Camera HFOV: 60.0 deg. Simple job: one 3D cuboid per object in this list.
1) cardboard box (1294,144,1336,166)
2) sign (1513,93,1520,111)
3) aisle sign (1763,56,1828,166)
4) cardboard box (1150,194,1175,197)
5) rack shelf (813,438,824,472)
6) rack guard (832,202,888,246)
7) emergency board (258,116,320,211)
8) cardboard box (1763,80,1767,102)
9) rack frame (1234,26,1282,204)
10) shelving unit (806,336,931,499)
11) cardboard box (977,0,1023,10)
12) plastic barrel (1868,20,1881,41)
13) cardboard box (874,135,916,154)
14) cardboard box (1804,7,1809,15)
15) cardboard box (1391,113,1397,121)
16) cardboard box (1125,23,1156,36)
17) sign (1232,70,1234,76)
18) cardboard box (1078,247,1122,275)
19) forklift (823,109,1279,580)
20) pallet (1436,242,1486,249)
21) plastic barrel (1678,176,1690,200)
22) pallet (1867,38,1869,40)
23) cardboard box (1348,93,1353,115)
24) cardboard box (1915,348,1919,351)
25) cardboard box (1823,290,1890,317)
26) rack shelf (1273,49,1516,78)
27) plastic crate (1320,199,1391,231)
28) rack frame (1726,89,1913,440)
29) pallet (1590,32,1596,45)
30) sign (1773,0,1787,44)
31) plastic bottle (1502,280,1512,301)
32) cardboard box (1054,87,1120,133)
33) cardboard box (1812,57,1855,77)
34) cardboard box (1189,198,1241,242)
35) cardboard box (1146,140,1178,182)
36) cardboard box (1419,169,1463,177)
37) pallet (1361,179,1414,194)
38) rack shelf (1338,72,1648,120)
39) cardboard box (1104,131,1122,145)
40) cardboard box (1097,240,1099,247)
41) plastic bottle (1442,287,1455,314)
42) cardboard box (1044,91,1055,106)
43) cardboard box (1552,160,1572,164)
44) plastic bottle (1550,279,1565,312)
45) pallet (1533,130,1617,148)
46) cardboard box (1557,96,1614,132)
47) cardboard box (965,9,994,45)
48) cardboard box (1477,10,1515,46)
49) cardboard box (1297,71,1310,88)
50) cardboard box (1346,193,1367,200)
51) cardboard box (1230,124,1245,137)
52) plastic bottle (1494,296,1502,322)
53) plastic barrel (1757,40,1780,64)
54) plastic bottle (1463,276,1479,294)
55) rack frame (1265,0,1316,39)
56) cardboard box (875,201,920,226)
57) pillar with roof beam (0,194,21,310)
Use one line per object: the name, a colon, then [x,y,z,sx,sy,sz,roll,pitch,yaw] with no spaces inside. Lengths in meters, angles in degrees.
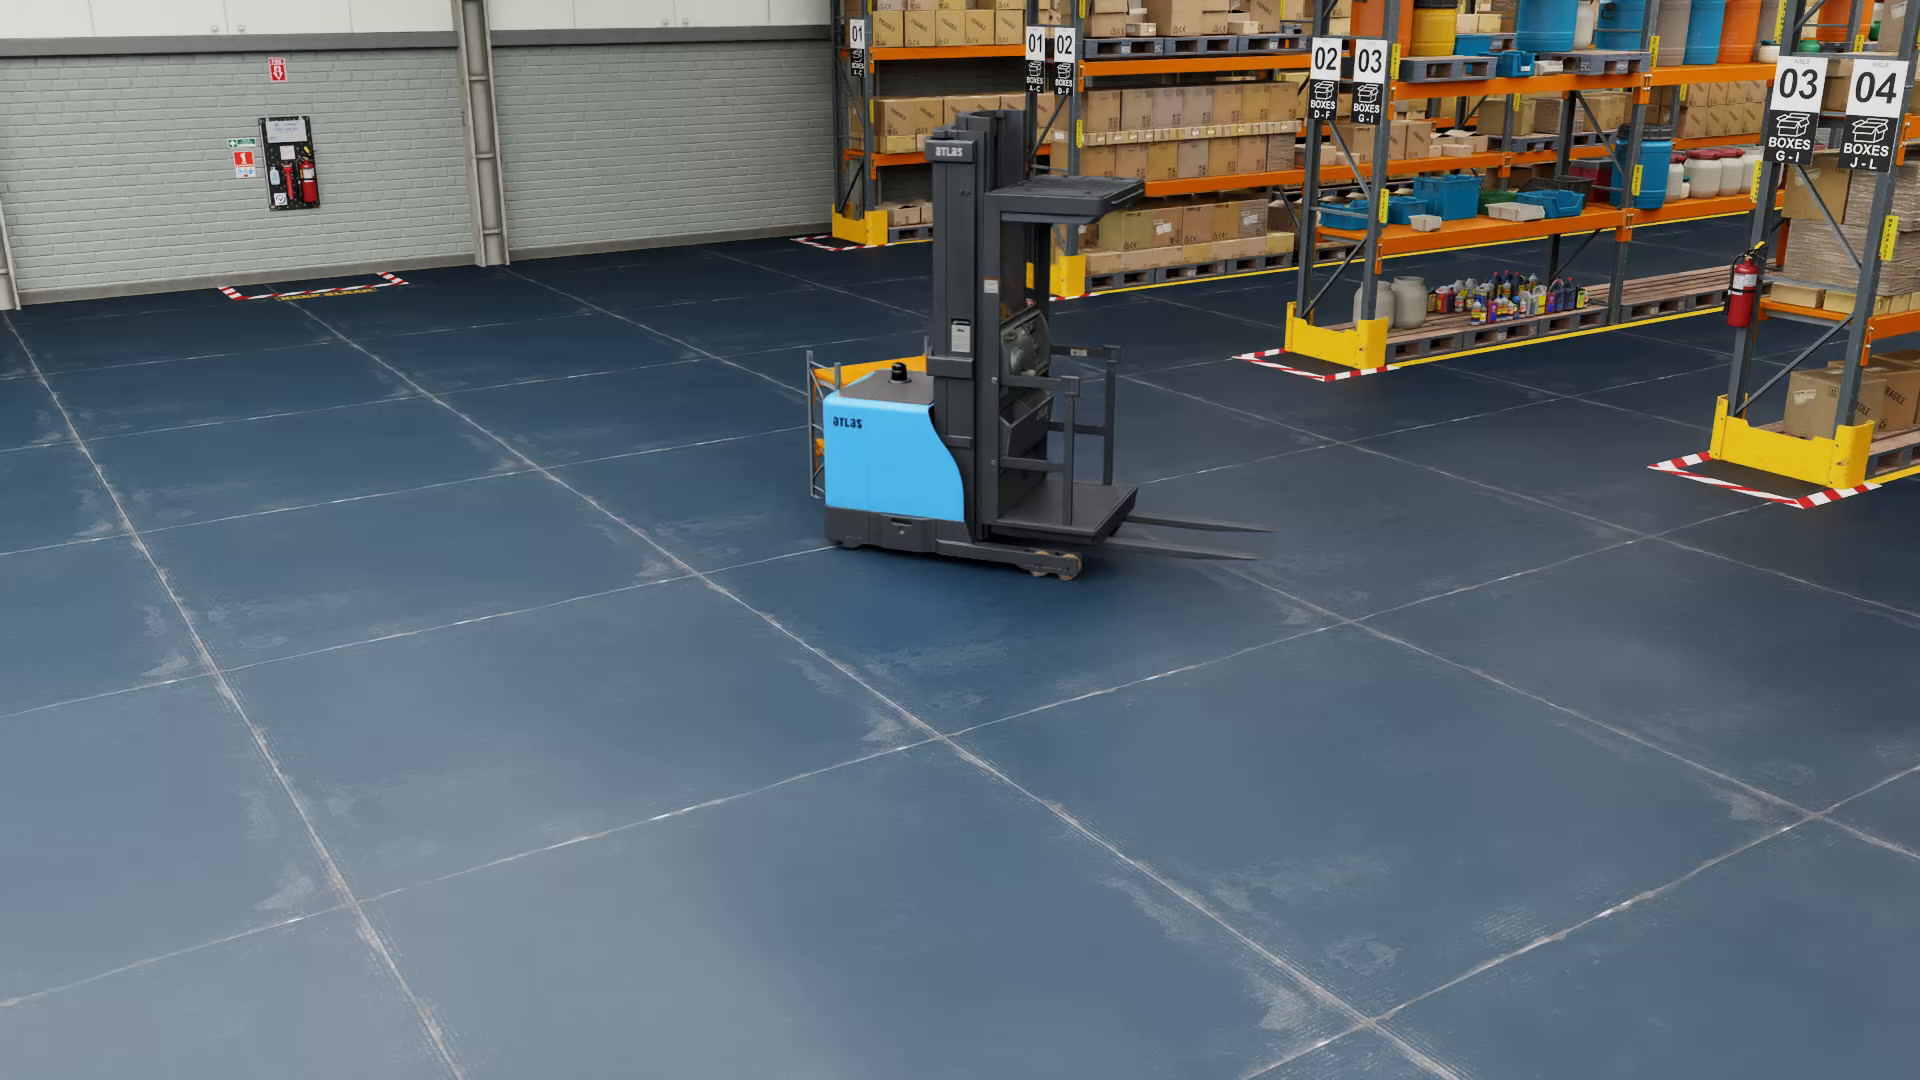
cardboard box: [4.872,-5.359,23.147,0.500,0.250,0.500,-10,21,-28]
sign: [8.134,-6.437,24.293,0.005,0.325,0.100,-12,22,-31]
aisle sign: [6.373,-3.277,12.697,0.004,0.787,0.394,-12,22,-31]
cardboard box: [3.216,-5.998,28.018,0.500,0.500,0.700,-12,22,-31]
rack shelf: [-0.569,-0.664,12.715,1.000,0.278,0.538,-11,22,-29]
rack guard: [-1.520,-4.781,25.105,0.348,0.500,1.175,-12,22,-31]
emergency board: [-8.570,-4.824,21.331,0.643,1.169,0.194,-12,22,-31]
cardboard box: [13.435,-7.633,27.920,0.500,0.500,0.500,-11,22,-30]
rack frame: [5.098,-7.360,28.833,0.127,3.000,1.000,-12,22,-31]
shelving unit: [-0.569,-0.895,12.637,1.048,1.125,0.538,-11,22,-29]
cardboard box: [0.606,-8.252,25.039,0.500,0.500,0.500,-13,23,-33]
plastic barrel: [11.558,-6.382,20.842,0.294,0.245,0.294,0,19,0]
cardboard box: [-1.001,-5.891,24.689,0.500,0.250,0.500,-13,22,-33]
cardboard box: [13.801,-8.785,27.817,0.500,0.250,0.500,-12,22,-31]
cardboard box: [7.685,-7.674,30.120,0.250,0.149,0.380,-12,22,-31]
cardboard box: [2.224,-6.354,20.691,0.250,0.149,0.380,-12,22,-31]
sign: [4.790,-8.057,29.085,0.005,0.325,0.100,-12,22,-31]
cardboard box: [1.715,-3.558,21.224,0.500,0.250,0.500,-12,22,-31]
forklift: [0.625,-1.320,11.072,3.031,2.935,1.130,7,20,19]
pallet: [7.117,-4.581,24.964,1.213,0.211,1.003,-12,22,-31]
plastic barrel: [8.396,-4.133,19.501,0.301,0.262,0.301,0,19,0]
pallet: [12.341,-6.382,21.550,1.213,0.211,1.003,-12,22,-31]
cardboard box: [6.933,-7.846,29.617,0.500,0.500,0.500,-11,22,-30]
cardboard box: [8.625,-1.403,14.458,0.500,0.500,0.500,-14,23,-36]
cardboard box: [6.959,-1.844,12.908,0.250,0.149,0.380,-12,22,-31]
rack shelf: [6.156,-6.764,23.508,4.000,0.370,1.077,-12,22,-31]
plastic crate: [4.119,-3.399,17.348,0.616,0.251,0.499,-12,22,-31]
rack frame: [6.590,-1.977,12.908,0.127,3.000,1.000,-12,22,-31]
pallet: [9.719,-7.793,25.722,1.003,0.211,1.213,-12,22,-31]
sign: [6.301,-3.969,12.735,0.005,0.325,0.100,-12,22,-31]
plastic bottle: [6.249,-2.833,19.014,0.097,0.271,0.097,0,19,0]
cardboard box: [1.586,-5.377,20.784,0.500,0.500,0.700,-12,22,-31]
cardboard box: [6.650,-3.648,12.779,0.250,0.149,0.380,-12,22,-31]
cardboard box: [3.379,-4.269,22.155,0.500,0.500,0.500,-12,22,-31]
cardboard box: [2.395,-4.933,21.496,0.500,0.500,0.700,-12,22,-31]
cardboard box: [9.120,-7.184,31.559,0.500,0.500,0.700,-12,22,-31]
pallet: [7.836,-6.588,30.902,1.213,0.211,1.003,-12,22,-31]
rack shelf: [5.536,-4.734,17.503,4.000,0.370,1.077,-12,22,-31]
cardboard box: [1.810,-5.040,20.801,0.250,0.149,0.380,-13,22,-33]
cardboard box: [1.841,-3.788,21.904,0.500,0.250,0.500,-12,22,-31]
plastic bottle: [5.443,-2.672,18.521,0.133,0.283,0.061,-12,22,-31]
cardboard box: [1.533,-6.784,26.159,0.500,0.500,0.500,-12,22,-32]
cardboard box: [9.793,-5.924,26.629,0.500,0.250,0.500,-12,22,-31]
plastic bottle: [6.667,-2.735,18.601,0.185,0.351,0.144,-13,23,-34]
pallet: [9.448,-6.289,25.963,1.213,0.211,1.003,-12,22,-31]
cardboard box: [9.725,-6.659,25.947,0.700,0.500,0.500,16,24,39]
cardboard box: [0.169,-7.699,24.963,0.500,0.500,0.500,-10,21,-28]
cardboard box: [8.172,-7.590,24.673,0.500,0.500,0.910,-12,22,-31]
cardboard box: [6.068,-8.019,28.959,0.500,0.250,0.500,-12,22,-32]
cardboard box: [5.937,-4.910,24.346,0.500,0.311,0.500,-12,22,-32]
cardboard box: [3.525,-5.402,21.872,0.250,0.149,0.380,-12,22,-32]
plastic bottle: [5.837,-2.514,18.070,0.097,0.271,0.097,0,19,0]
plastic barrel: [9.613,-5.780,19.689,0.301,0.262,0.301,0,19,0]
plastic bottle: [5.791,-2.820,18.852,0.185,0.351,0.144,-12,22,-32]
rack frame: [4.485,-8.174,21.871,0.127,3.000,1.000,-12,22,-31]
cardboard box: [-0.956,-4.984,25.314,0.500,0.311,0.500,-15,24,-37]
pillar with roof beam: [-9.129,-5.883,15.095,0.400,9.000,9.100,-12,22,-31]
